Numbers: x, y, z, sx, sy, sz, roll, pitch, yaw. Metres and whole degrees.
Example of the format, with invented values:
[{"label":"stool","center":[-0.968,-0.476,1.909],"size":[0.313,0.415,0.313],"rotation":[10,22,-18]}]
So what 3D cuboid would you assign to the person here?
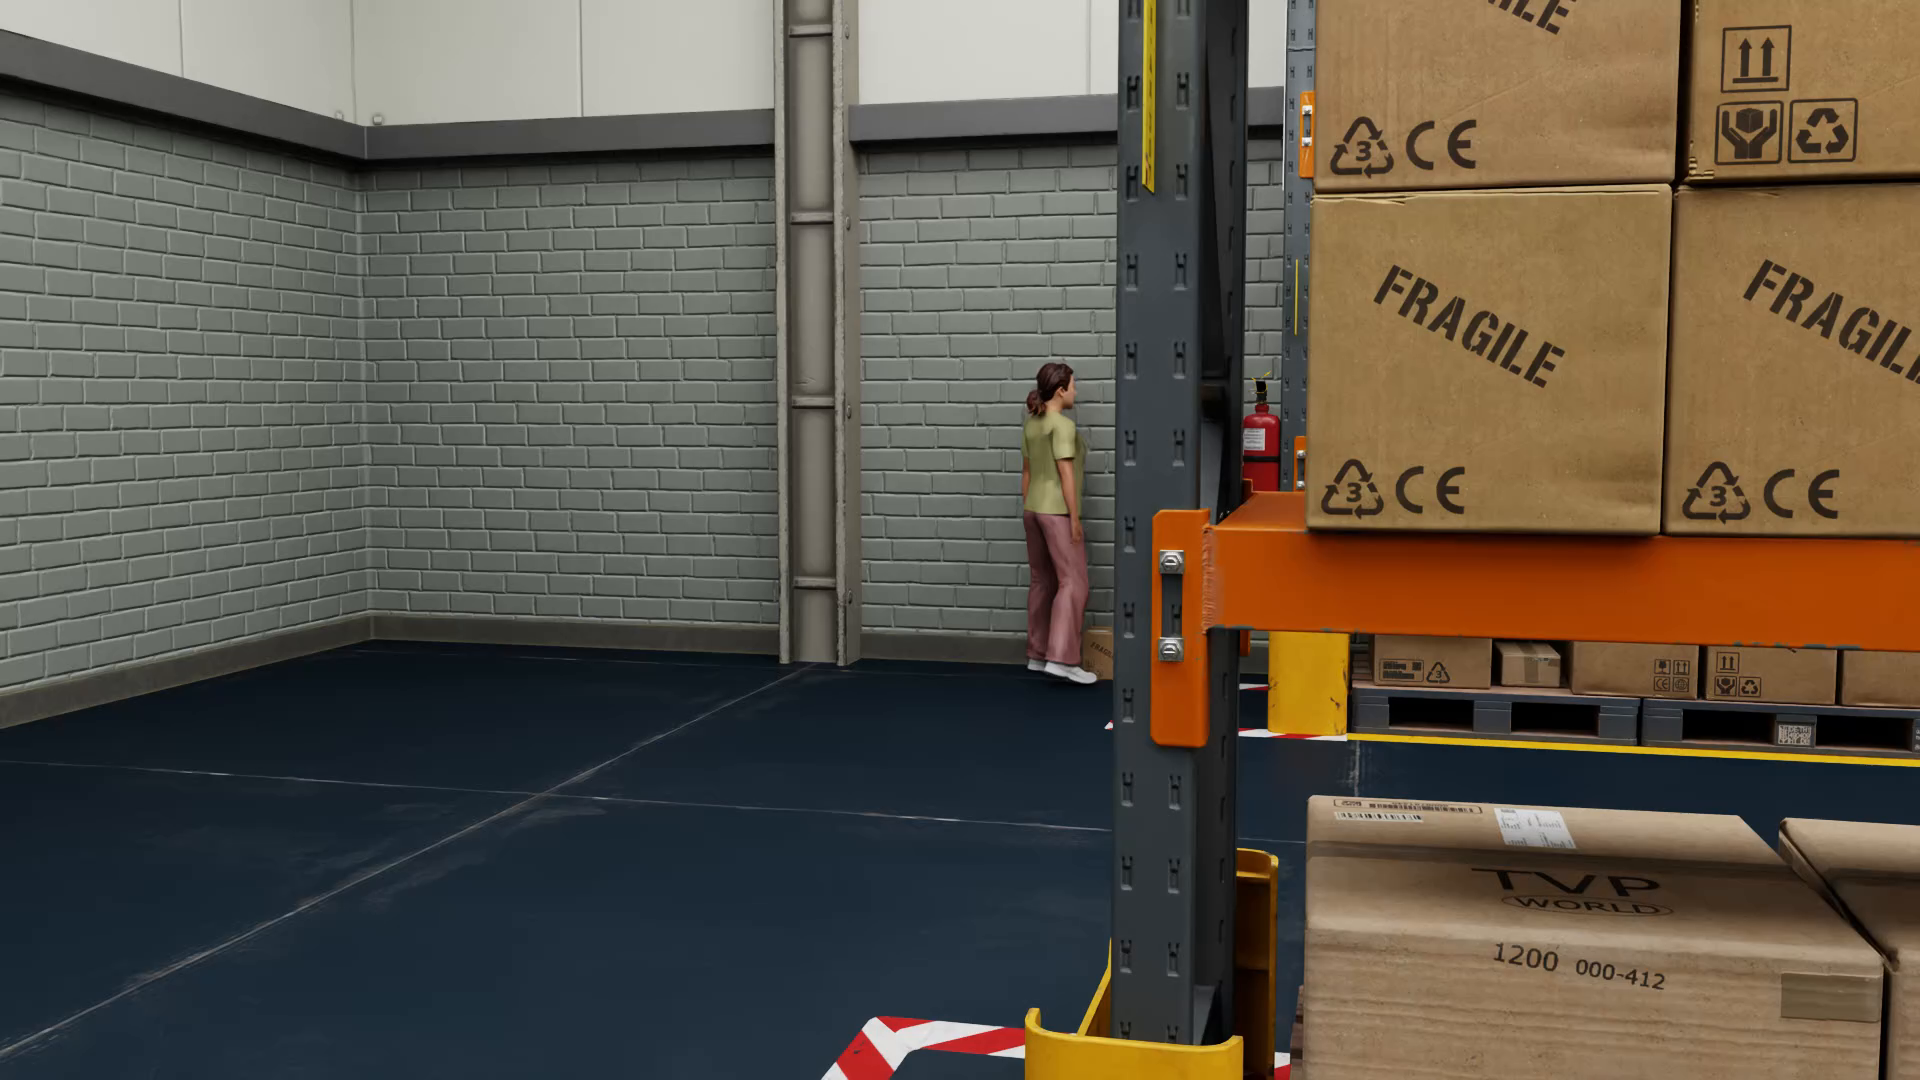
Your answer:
[{"label":"person","center":[0.539,-0.100,8.849],"size":[0.460,1.678,0.578],"rotation":[-3,6,-27]}]
